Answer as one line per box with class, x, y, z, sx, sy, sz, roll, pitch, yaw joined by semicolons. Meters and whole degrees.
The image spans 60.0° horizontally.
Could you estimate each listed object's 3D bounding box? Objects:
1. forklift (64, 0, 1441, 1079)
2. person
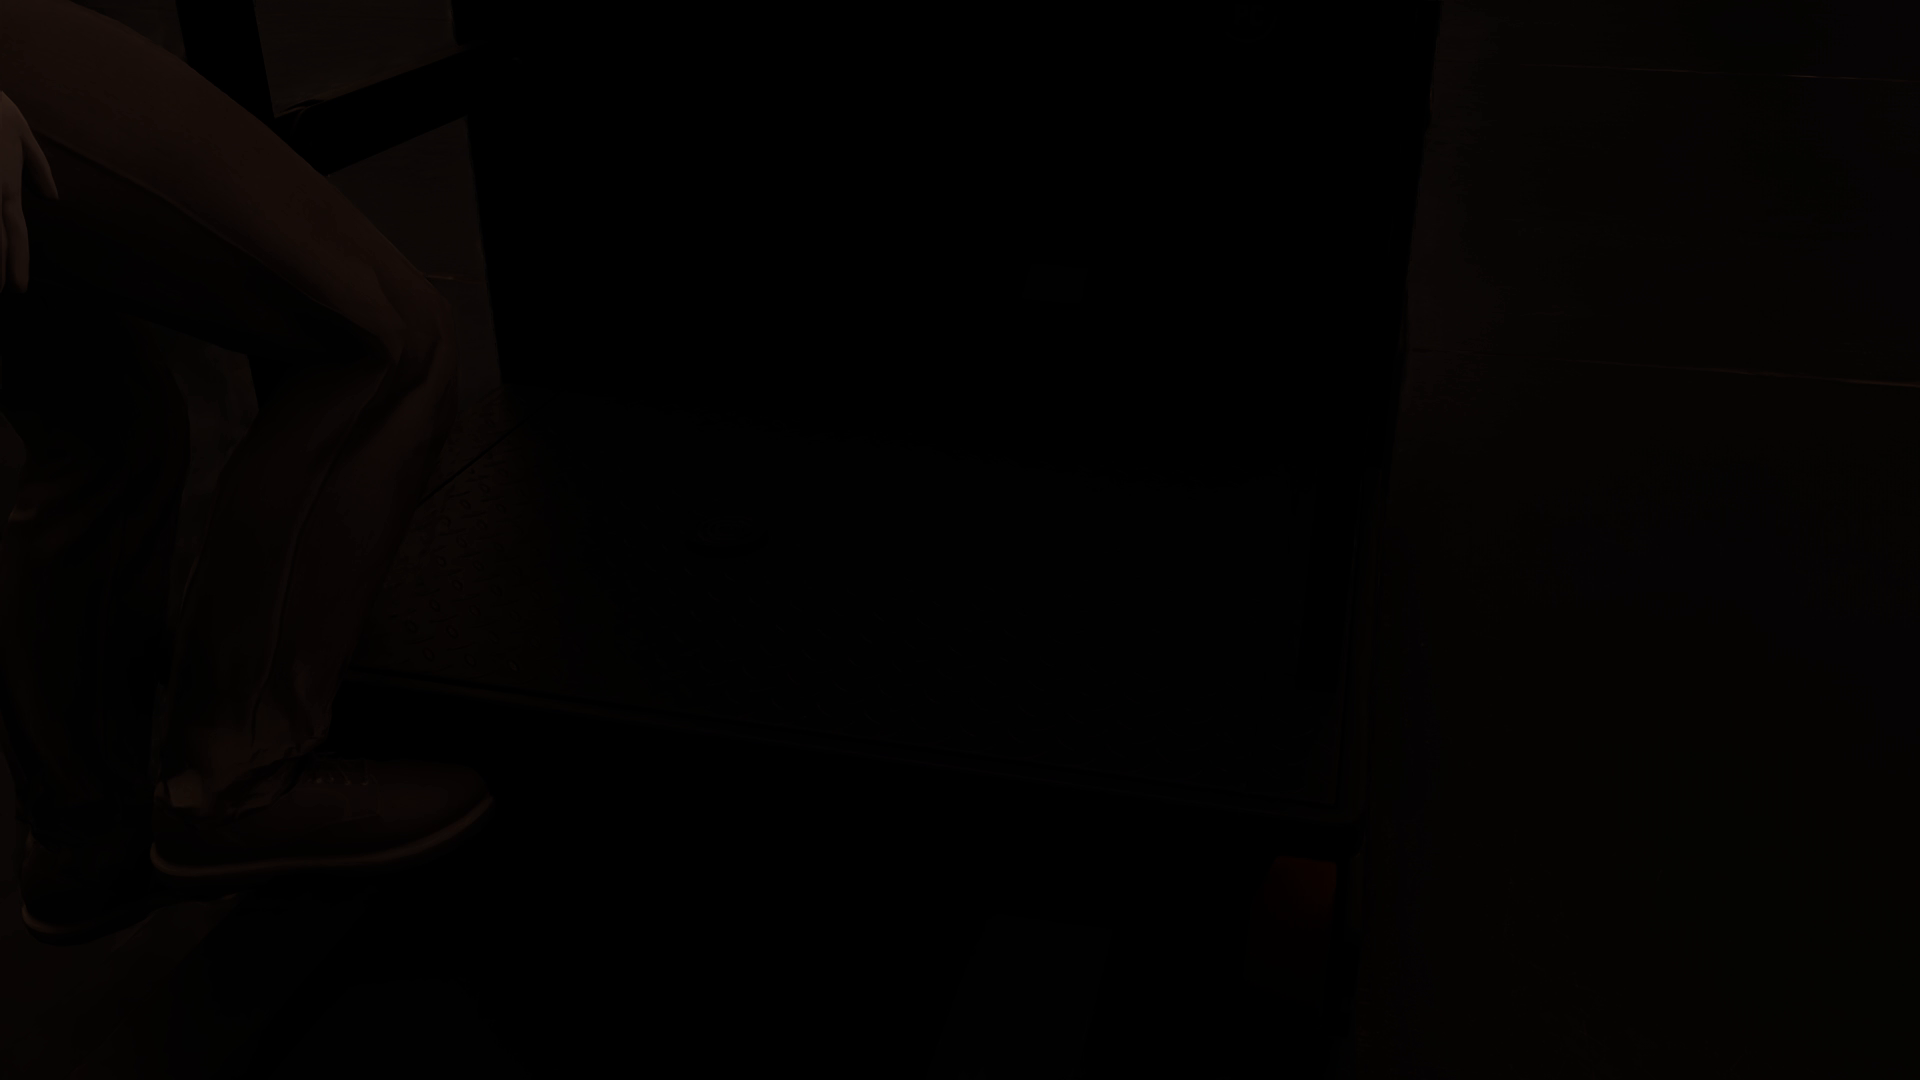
forklift;-0.102;-1.037;1.302;1.130;2.935;3.031;6;27;13
person;-0.746;-0.392;1.271;0.552;1.661;0.588;-17;31;-30
